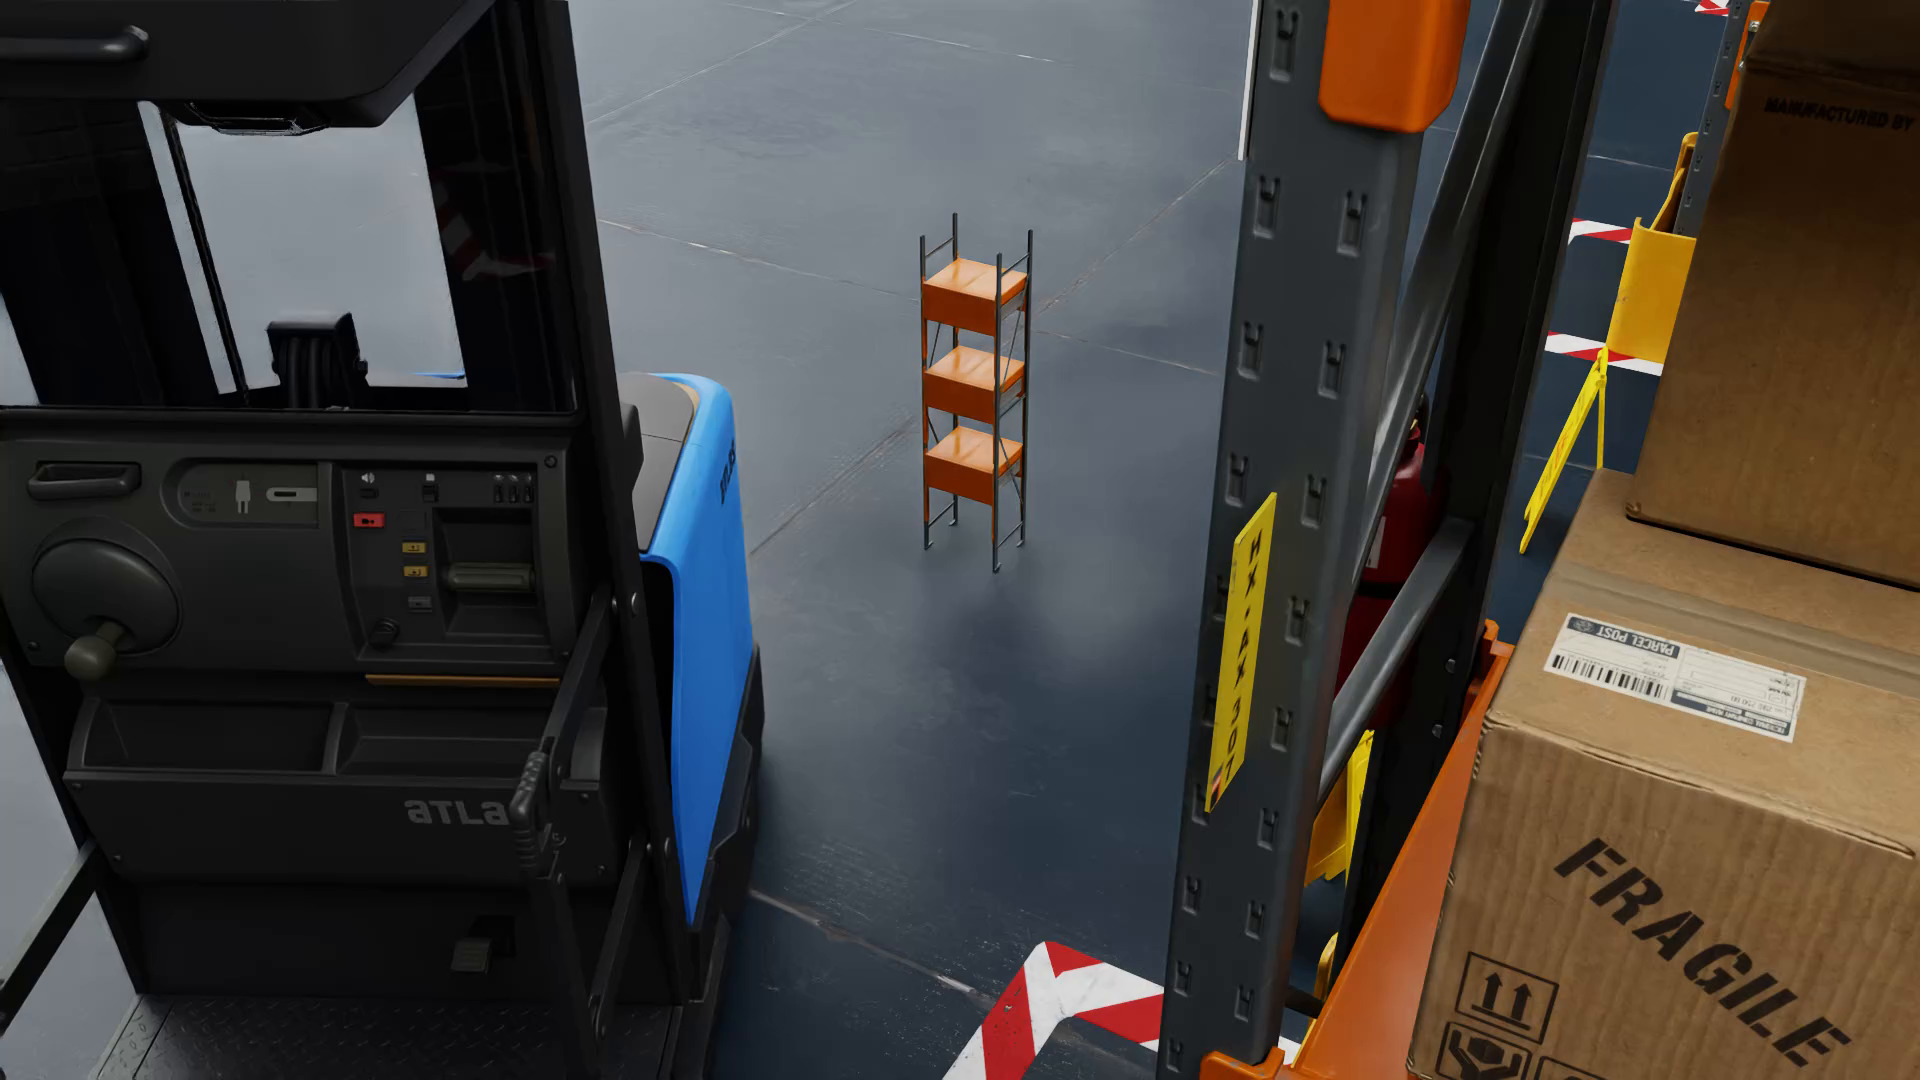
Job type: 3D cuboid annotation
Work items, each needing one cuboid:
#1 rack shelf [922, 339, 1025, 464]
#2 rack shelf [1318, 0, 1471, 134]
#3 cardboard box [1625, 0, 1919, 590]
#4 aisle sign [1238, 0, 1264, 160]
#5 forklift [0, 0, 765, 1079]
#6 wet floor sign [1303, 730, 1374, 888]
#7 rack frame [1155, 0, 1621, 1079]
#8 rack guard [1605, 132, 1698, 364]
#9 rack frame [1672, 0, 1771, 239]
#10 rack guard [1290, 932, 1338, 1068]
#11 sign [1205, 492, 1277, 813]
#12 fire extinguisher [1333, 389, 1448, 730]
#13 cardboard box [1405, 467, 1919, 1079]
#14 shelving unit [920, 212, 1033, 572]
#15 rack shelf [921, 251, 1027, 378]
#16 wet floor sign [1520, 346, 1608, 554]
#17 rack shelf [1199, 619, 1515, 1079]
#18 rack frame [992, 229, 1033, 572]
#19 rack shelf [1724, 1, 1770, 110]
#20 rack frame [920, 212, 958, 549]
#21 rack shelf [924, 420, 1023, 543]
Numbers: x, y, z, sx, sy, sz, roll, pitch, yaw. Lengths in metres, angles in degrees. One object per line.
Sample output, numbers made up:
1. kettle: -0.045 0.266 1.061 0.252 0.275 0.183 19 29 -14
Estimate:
1. rack shelf: 0.046 -0.413 4.943 0.240 0.259 0.215 18 37 24
2. rack shelf: 2.275 -0.188 0.768 4.000 0.370 1.077 18 37 24
3. cardboard box: 1.090 -0.335 1.786 0.500 0.500 0.700 17 37 23
4. aisle sign: 0.331 -0.738 1.307 0.004 0.787 0.394 18 37 24
5. forklift: -1.085 0.089 2.471 1.130 2.935 3.031 1 34 1
6. wet floor sign: 0.904 0.624 3.730 0.267 0.644 0.232 -25 41 -33
7. rack frame: 0.537 0.213 2.224 0.053 2.616 0.949 18 37 24
8. rack guard: 2.886 -1.165 6.548 0.348 0.500 1.175 18 37 24
9. rack frame: 2.907 -2.198 5.845 0.127 3.000 1.000 18 37 24
10. rack guard: 0.604 1.273 2.888 0.348 0.500 1.175 18 37 24
11. sign: 0.269 0.112 1.594 0.005 0.325 0.100 18 37 24
12. fire extinguisher: 0.668 -0.010 2.628 0.183 0.674 0.296 18 37 24
13. cardboard box: 0.812 0.310 1.720 0.500 0.500 0.500 17 37 24
14. shelving unit: 0.046 -0.422 4.937 0.252 1.050 0.215 18 37 24
15. rack shelf: 0.046 -0.650 4.785 0.240 0.259 0.215 18 37 24
16. wet floor sign: 1.899 -0.274 5.079 0.232 0.644 0.267 11 35 16
17. rack shelf: 2.275 1.061 1.600 4.000 0.370 1.077 18 37 24
18. rack frame: 0.152 -0.389 4.887 0.008 1.050 0.200 18 37 24
19. rack shelf: 4.643 -1.349 5.218 4.000 0.370 1.077 18 37 24
20. rack frame: -0.059 -0.456 4.987 0.008 1.050 0.200 18 37 24
21. rack shelf: 0.046 -0.182 5.097 0.240 0.259 0.215 18 37 24
